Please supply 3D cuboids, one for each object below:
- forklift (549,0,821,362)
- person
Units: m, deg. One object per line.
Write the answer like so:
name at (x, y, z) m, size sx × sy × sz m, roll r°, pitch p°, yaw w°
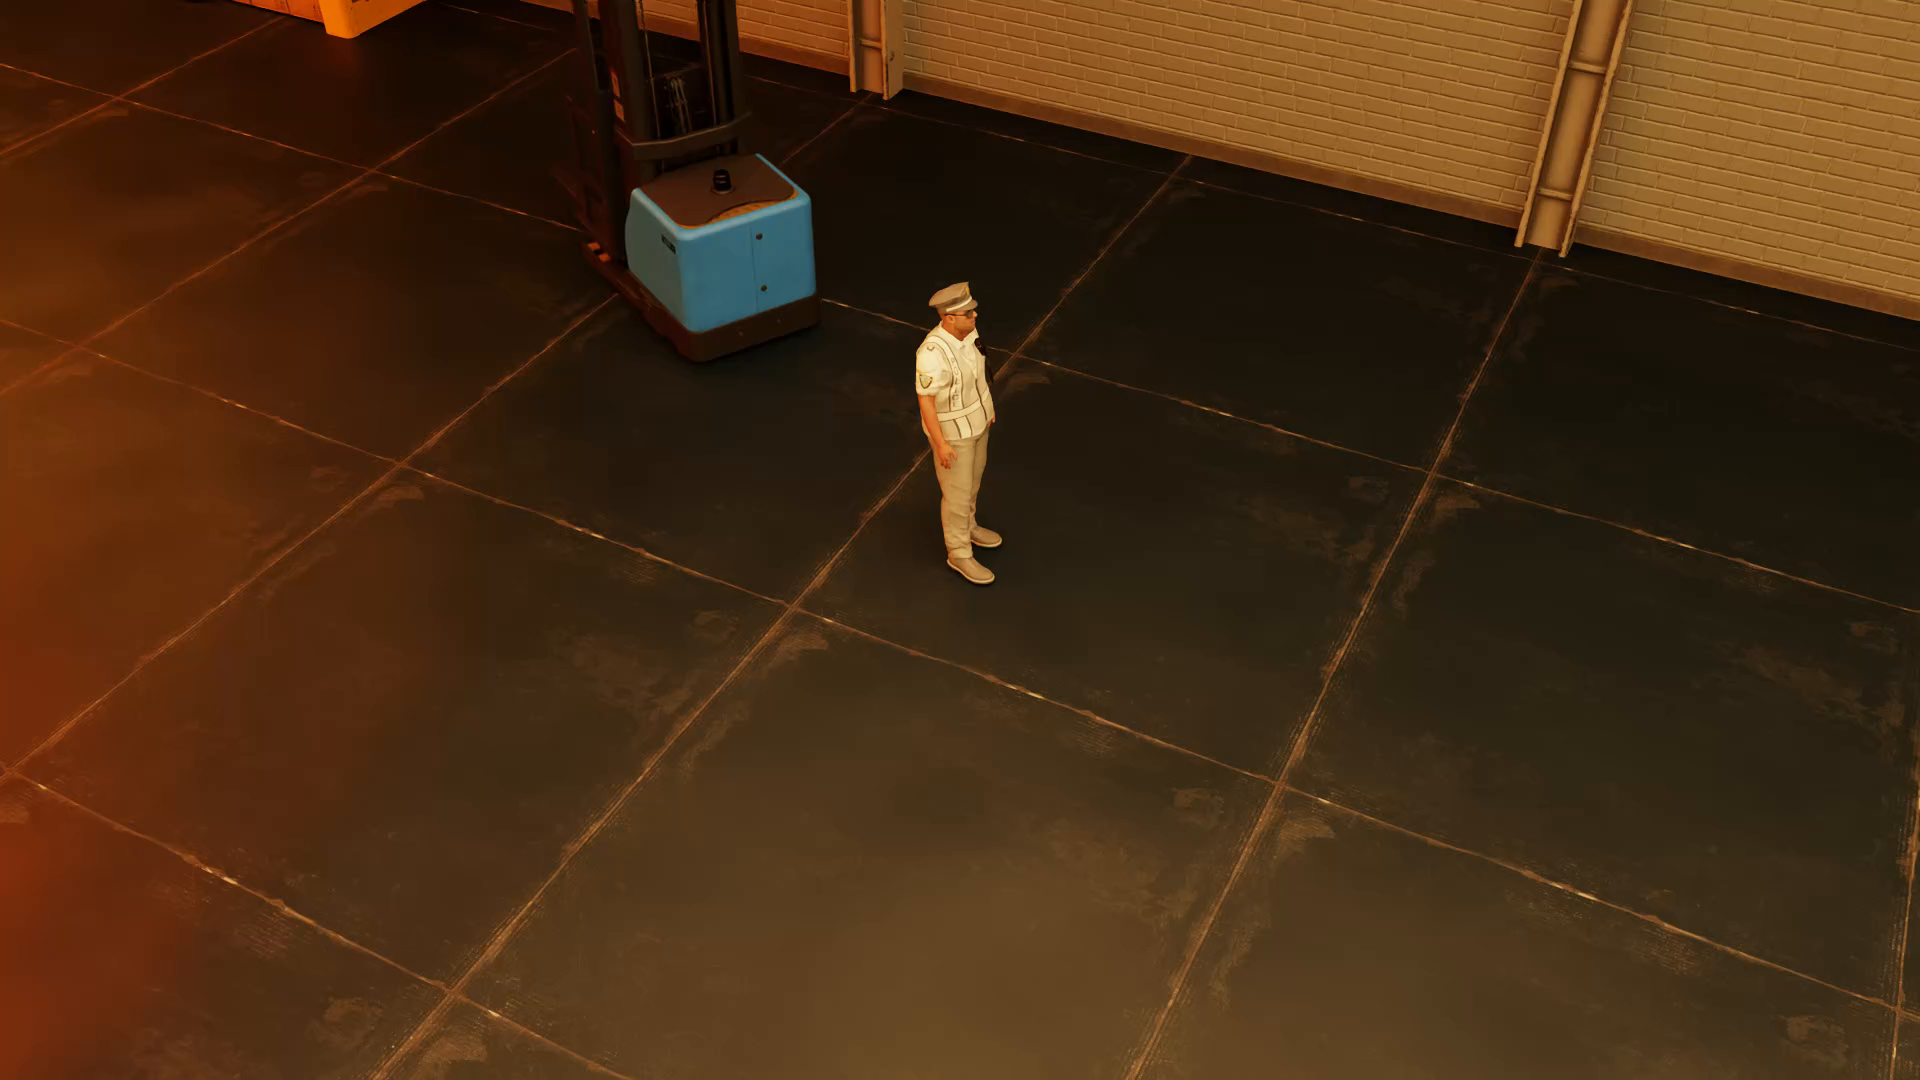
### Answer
forklift at (-2.235, -3.284, 11.886) m, size 1.130 × 2.935 × 3.031 m, roll -23°, pitch 45°, yaw -25°
person at (0.064, -0.658, 9.647) m, size 0.574 × 1.780 × 0.641 m, roll 18°, pitch 43°, yaw 21°
